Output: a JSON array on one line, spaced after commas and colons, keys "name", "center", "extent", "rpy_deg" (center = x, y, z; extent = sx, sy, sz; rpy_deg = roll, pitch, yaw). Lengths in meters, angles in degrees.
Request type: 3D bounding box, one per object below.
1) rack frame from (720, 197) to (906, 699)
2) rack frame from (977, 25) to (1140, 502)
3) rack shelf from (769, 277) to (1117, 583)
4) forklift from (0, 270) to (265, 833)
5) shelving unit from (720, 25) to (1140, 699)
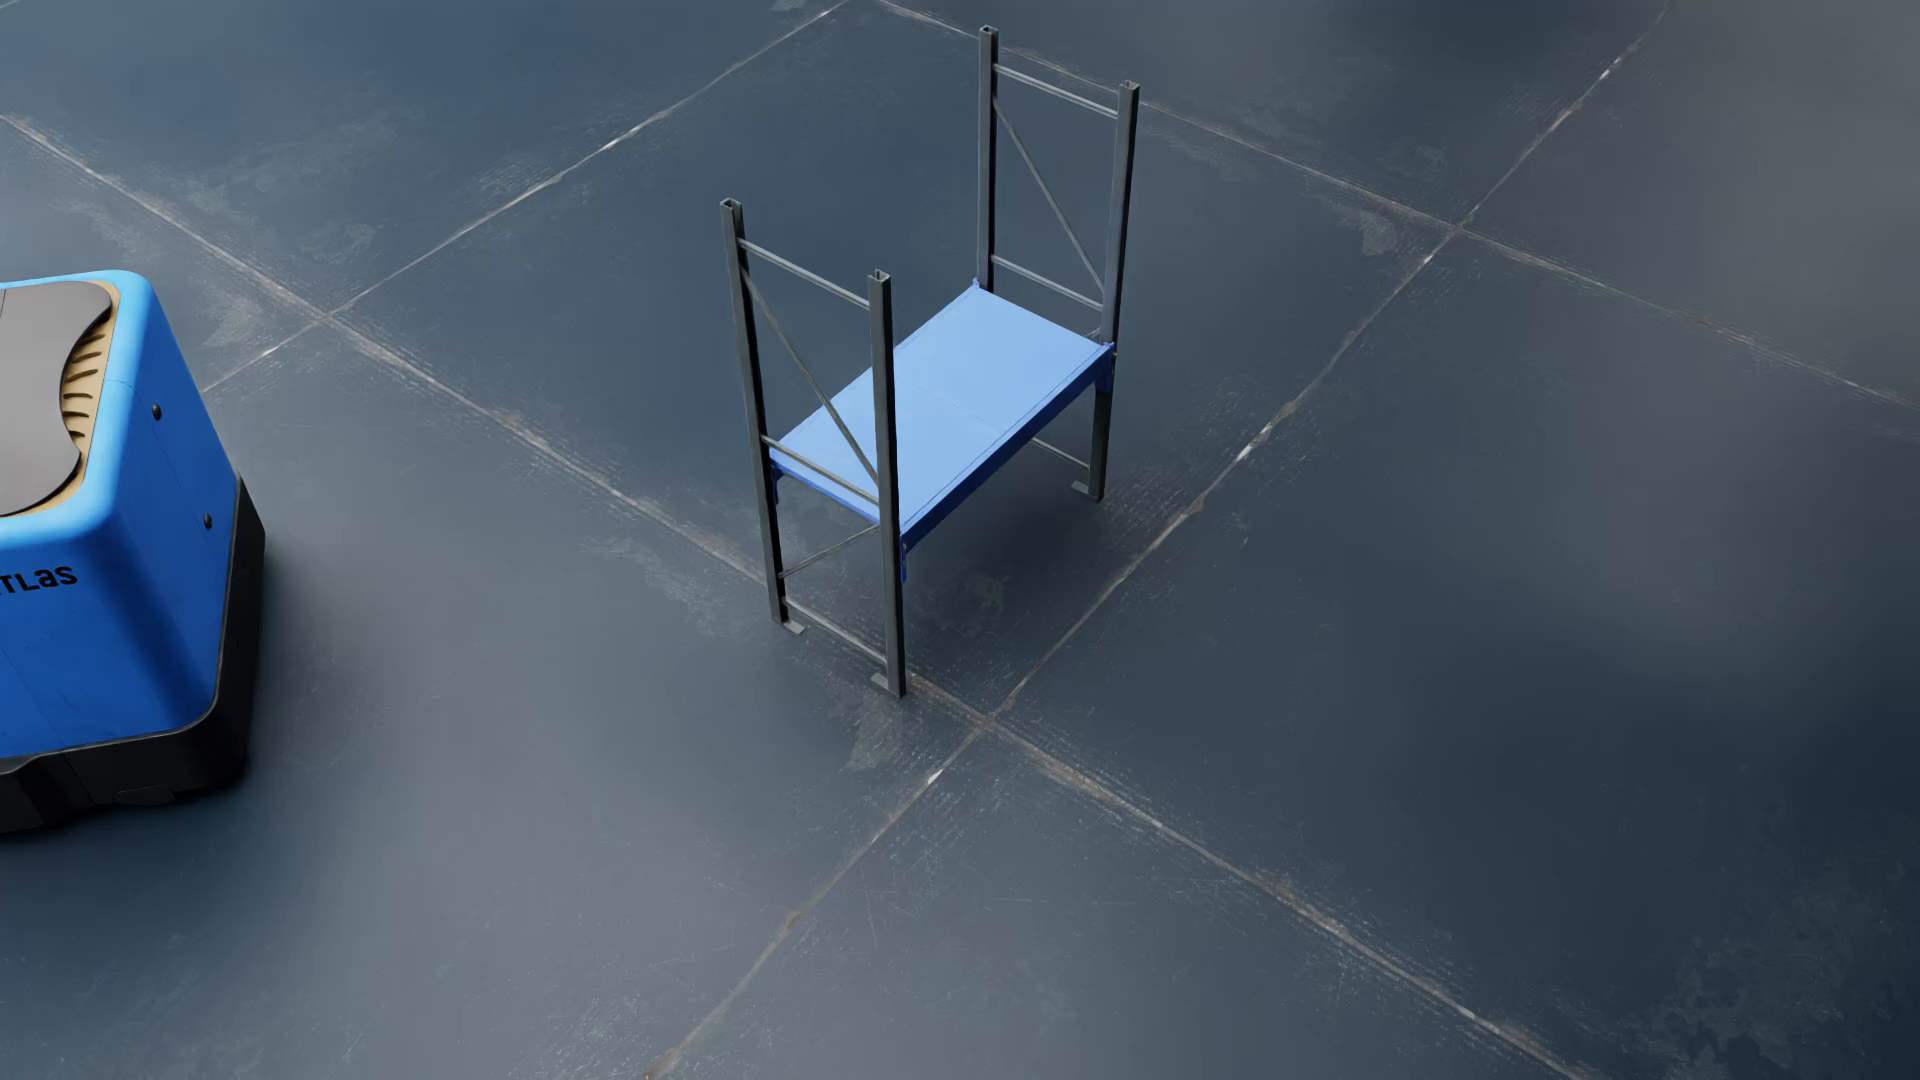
[{"name": "rack frame", "center": [-0.363, -0.178, 4.383], "extent": [0.500, 1.500, 0.032], "rpy_deg": [29, 53, 25]}, {"name": "rack frame", "center": [0.259, -0.760, 4.939], "extent": [0.500, 1.500, 0.032], "rpy_deg": [29, 53, 25]}, {"name": "rack shelf", "center": [-0.052, -0.345, 4.791], "extent": [0.538, 0.185, 1.000], "rpy_deg": [29, 53, 25]}, {"name": "forklift", "center": [-3.543, -0.440, 3.643], "extent": [3.031, 2.935, 1.130], "rpy_deg": [-9, 47, -9]}, {"name": "shelving unit", "center": [-0.052, -0.469, 4.661], "extent": [0.538, 1.500, 1.048], "rpy_deg": [29, 53, 25]}]
